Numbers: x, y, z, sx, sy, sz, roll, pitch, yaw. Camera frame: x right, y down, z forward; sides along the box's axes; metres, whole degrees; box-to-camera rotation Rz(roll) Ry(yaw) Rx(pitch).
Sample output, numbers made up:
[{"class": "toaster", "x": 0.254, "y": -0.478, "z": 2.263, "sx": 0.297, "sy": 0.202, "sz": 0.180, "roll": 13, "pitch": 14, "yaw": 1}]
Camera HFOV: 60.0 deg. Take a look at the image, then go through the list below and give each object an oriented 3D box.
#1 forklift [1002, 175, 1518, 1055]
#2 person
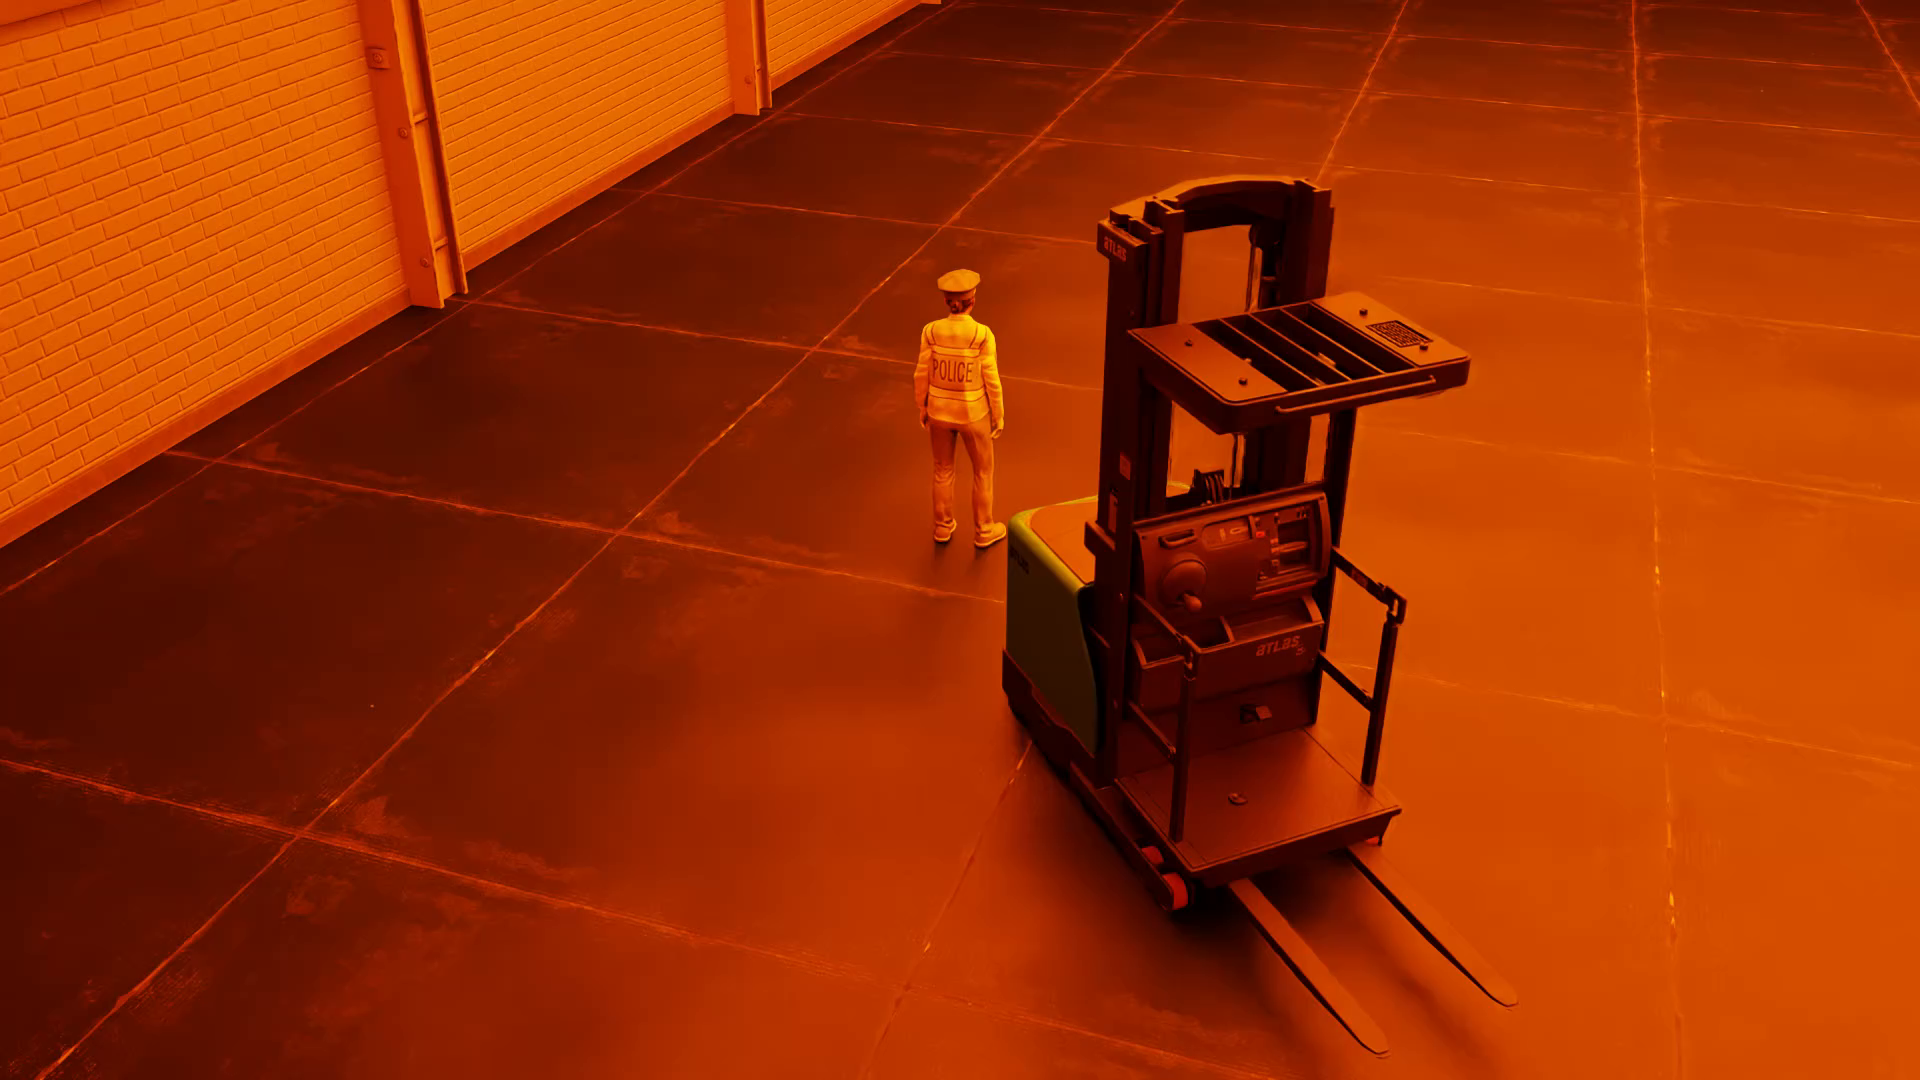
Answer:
[{"class": "forklift", "x": 1.269, "y": 0.102, "z": 6.958, "sx": 1.130, "sy": 2.935, "sz": 3.031, "roll": -12, "pitch": 32, "yaw": -20}, {"class": "person", "x": 0.000, "y": -0.737, "z": 9.712, "sx": 0.529, "sy": 1.663, "sz": 0.372, "roll": 9, "pitch": 31, "yaw": 15}]
